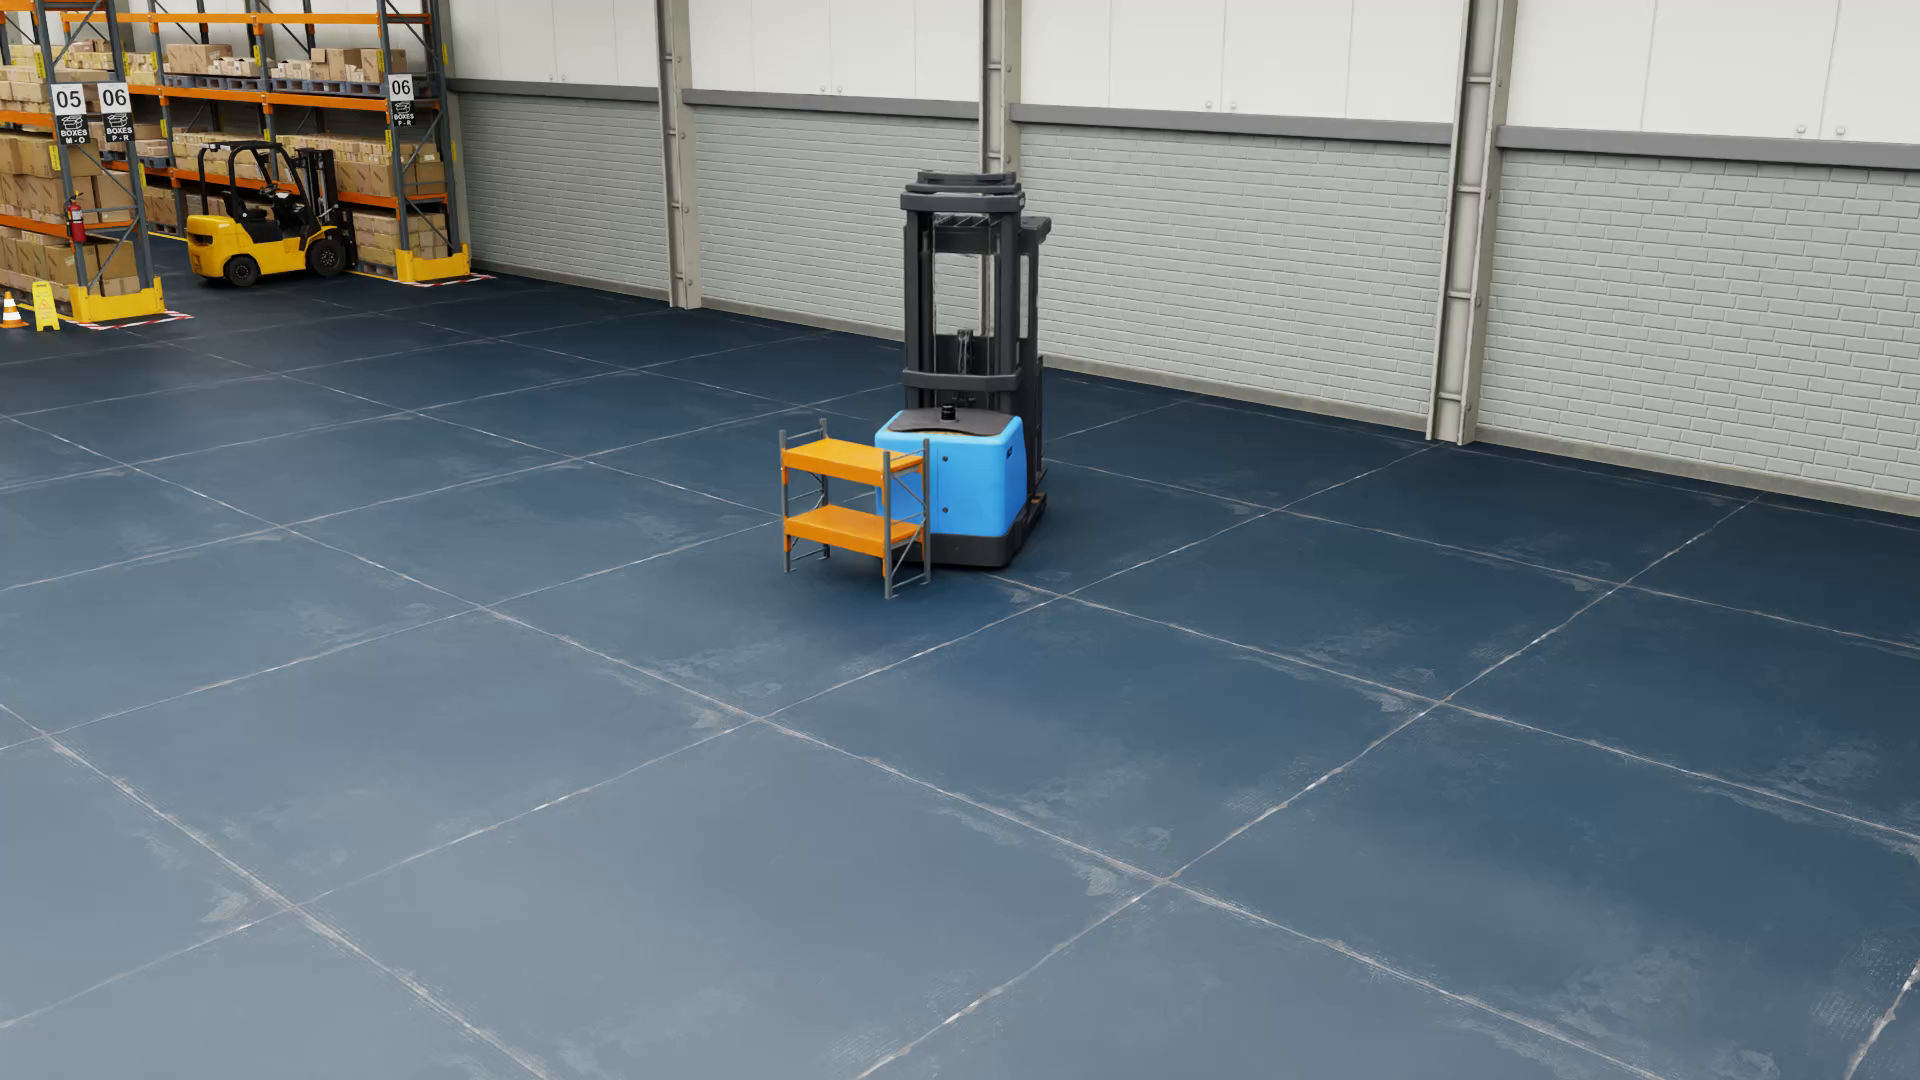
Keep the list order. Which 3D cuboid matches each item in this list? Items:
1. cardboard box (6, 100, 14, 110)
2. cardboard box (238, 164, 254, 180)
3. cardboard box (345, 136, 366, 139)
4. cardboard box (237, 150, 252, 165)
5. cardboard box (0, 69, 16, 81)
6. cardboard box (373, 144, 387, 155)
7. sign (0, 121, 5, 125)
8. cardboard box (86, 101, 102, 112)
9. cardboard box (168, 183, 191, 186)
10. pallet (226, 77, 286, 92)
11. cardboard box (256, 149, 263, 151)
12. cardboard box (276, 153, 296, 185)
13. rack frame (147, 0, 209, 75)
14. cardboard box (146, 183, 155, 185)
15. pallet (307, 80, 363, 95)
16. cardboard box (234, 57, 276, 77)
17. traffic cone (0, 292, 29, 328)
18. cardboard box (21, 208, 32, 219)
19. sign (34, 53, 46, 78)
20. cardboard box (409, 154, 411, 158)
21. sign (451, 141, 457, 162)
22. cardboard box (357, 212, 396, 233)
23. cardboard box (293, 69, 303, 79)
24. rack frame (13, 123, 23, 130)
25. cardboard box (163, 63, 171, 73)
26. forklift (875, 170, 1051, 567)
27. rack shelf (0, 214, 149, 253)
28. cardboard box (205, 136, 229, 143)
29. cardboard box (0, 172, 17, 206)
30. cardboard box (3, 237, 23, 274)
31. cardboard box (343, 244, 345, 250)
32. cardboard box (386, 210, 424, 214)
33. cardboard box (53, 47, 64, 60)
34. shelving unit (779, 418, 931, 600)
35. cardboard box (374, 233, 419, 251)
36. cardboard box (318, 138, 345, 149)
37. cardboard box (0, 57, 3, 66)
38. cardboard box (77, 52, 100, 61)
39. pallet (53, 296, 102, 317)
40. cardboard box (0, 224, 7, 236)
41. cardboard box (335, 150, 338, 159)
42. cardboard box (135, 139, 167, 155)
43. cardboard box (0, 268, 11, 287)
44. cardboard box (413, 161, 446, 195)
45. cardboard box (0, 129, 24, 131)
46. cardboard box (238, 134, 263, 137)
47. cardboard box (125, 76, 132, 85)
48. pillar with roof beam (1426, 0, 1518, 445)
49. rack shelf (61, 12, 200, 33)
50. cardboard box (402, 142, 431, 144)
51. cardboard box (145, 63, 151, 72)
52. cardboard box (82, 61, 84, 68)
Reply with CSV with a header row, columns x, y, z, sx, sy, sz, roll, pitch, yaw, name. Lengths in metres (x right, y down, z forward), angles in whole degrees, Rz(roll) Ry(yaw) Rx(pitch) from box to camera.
x,y,z,sx,sy,sz,roll,pitch,yaw,name
-13.265,-6.174,23.564,0.250,0.149,0.380,14,22,38,cardboard box
-12.503,-6.590,29.664,0.500,0.250,0.500,15,23,39,cardboard box
-10.197,-6.758,28.217,0.250,0.149,0.380,15,23,39,cardboard box
-12.499,-6.829,29.591,0.500,0.250,0.500,14,23,38,cardboard box
-13.491,-6.584,23.537,0.250,0.149,0.380,16,23,41,cardboard box
-9.194,-6.282,26.717,0.250,0.149,0.380,15,23,39,cardboard box
-20.908,-9.219,36.269,0.005,0.325,0.100,15,23,39,sign
-11.905,-6.042,23.149,0.250,0.149,0.380,15,23,39,cardboard box
-15.537,-7.024,33.151,0.250,0.149,0.380,14,23,38,cardboard box
-12.241,-8.032,29.319,1.217,0.209,0.805,14,22,37,pallet
-12.181,-6.942,29.290,0.250,0.149,0.380,15,23,38,cardboard box
-11.414,-6.419,28.713,0.500,0.500,0.500,14,22,38,cardboard box
-14.564,-10.182,30.818,0.127,3.000,1.000,15,23,39,rack frame
-16.225,-7.016,33.125,0.250,0.149,0.380,15,23,39,cardboard box
-10.009,-7.497,27.462,1.213,0.211,1.003,15,23,39,pallet
-12.276,-8.245,28.961,0.500,0.311,0.500,14,22,38,cardboard box
-13.051,-3.178,22.860,0.334,0.463,0.336,15,23,39,traffic cone
-13.298,-4.740,24.005,0.250,0.149,0.380,15,23,39,cardboard box
-12.256,-6.323,22.153,0.005,0.325,0.100,15,23,39,sign
-8.889,-6.235,27.062,0.250,0.149,0.380,15,23,39,cardboard box
-8.208,-6.291,26.914,0.005,0.325,0.100,15,23,39,sign
-9.518,-5.205,27.254,0.500,0.250,0.500,16,23,40,cardboard box
-10.864,-7.764,27.714,0.250,0.149,0.380,16,24,41,cardboard box
-14.865,-5.396,25.654,0.127,3.000,1.000,15,23,39,rack frame
-14.505,-8.750,30.792,0.250,0.166,0.380,15,23,39,cardboard box
0.139,-1.597,13.800,1.130,2.935,3.031,4,18,11,forklift
-13.369,-4.651,24.498,4.000,0.370,1.077,15,23,39,rack shelf
-13.549,-7.292,30.392,0.250,0.149,0.380,16,23,40,cardboard box
-13.572,-5.137,24.184,0.500,0.500,0.500,15,23,40,cardboard box
-13.808,-4.254,24.668,0.500,0.500,0.500,17,24,42,cardboard box
-10.279,-4.932,28.046,0.500,0.250,0.500,16,24,41,cardboard box
-9.191,-5.321,27.618,0.500,0.250,0.500,15,23,39,cardboard box
-18.094,-9.911,33.853,0.500,0.250,0.500,15,23,39,cardboard box
-0.791,-0.249,12.537,1.048,1.125,0.538,13,22,35,shelving unit
-9.153,-4.871,27.026,0.500,0.250,0.500,15,23,39,cardboard box
-10.515,-6.646,27.865,0.250,0.149,0.380,15,23,39,cardboard box
-20.398,-10.278,35.836,0.500,0.250,0.500,15,23,39,cardboard box
-17.216,-9.568,32.907,0.250,0.149,0.380,14,23,38,cardboard box
-12.514,-3.450,24.133,1.213,0.211,1.003,15,23,39,pallet
-14.163,-4.631,24.784,0.250,0.149,0.380,16,24,41,cardboard box
-10.129,-6.402,27.587,0.250,0.149,0.380,15,23,39,cardboard box
-15.568,-7.590,32.122,0.500,0.250,0.500,14,22,37,cardboard box
-14.196,-4.001,25.111,0.500,0.250,0.500,17,24,42,cardboard box
-8.767,-5.926,27.161,0.500,0.500,0.500,16,24,41,cardboard box
-14.312,-5.817,24.671,0.500,0.500,0.700,15,23,40,cardboard box
-13.148,-7.432,30.833,0.250,0.149,0.380,15,23,38,cardboard box
-15.860,-8.930,32.080,0.500,0.250,0.500,15,23,39,cardboard box
2.102,-4.331,12.383,0.400,9.000,9.100,15,23,39,pillar with roof beam
-16.060,-10.050,32.253,4.000,0.370,1.077,15,23,39,rack shelf
-8.848,-6.398,27.084,0.250,0.149,0.380,16,24,41,cardboard box
-15.170,-8.944,31.465,0.250,0.149,0.380,14,23,38,cardboard box
-17.172,-9.445,33.011,0.250,0.149,0.380,15,23,40,cardboard box
